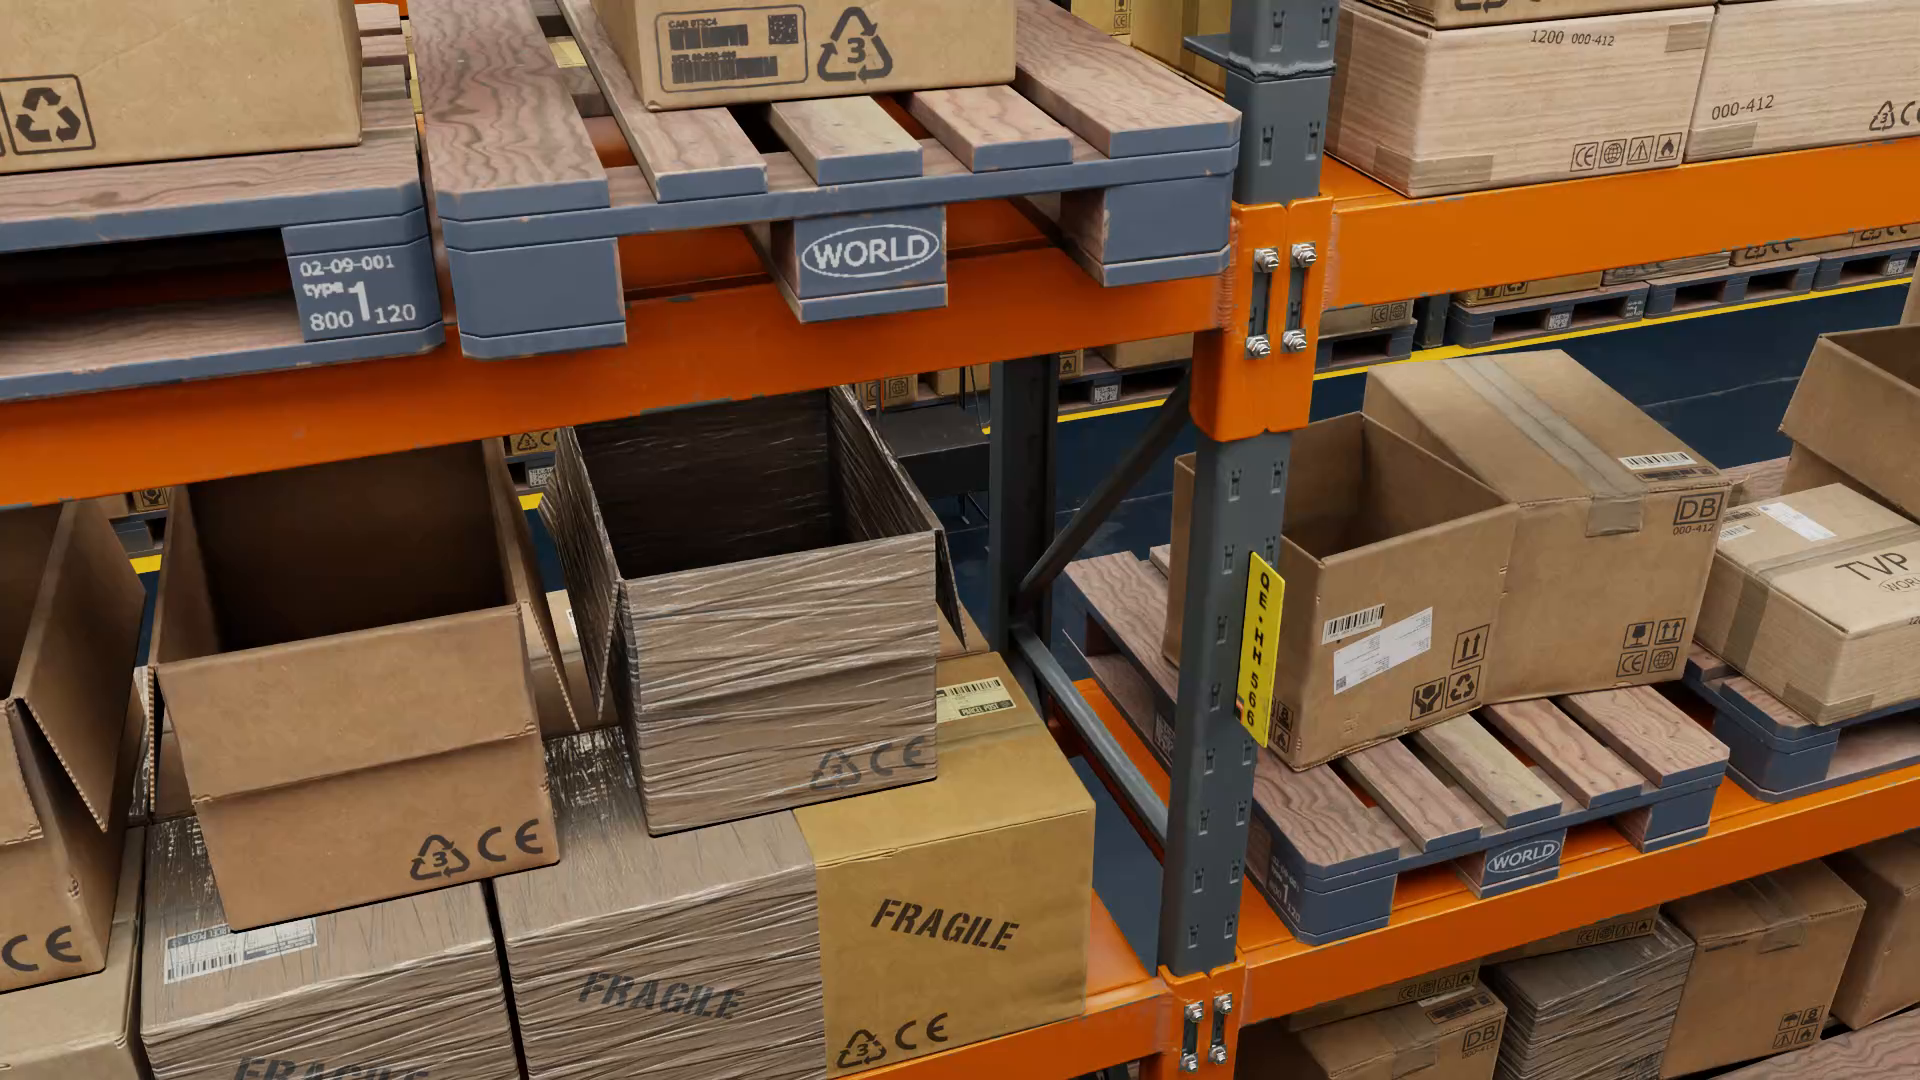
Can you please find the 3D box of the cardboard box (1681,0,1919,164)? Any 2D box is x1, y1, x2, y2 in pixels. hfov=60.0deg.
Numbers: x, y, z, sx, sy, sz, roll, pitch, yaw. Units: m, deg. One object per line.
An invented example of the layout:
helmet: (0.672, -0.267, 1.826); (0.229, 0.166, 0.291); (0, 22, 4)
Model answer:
cardboard box: (1.304, -0.860, 2.851); (0.500, 0.250, 0.500); (-10, 31, -16)

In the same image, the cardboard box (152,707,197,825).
cardboard box: (-1.218, 0.524, 3.199); (0.500, 0.500, 0.500); (-11, 31, -19)

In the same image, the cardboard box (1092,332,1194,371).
cardboard box: (0.952, -1.471, 8.650); (0.750, 0.750, 1.050); (-10, 31, -18)

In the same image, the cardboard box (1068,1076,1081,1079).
cardboard box: (-0.360, 1.280, 3.696); (0.875, 0.875, 1.225); (-12, 32, -20)

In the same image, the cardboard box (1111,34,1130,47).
cardboard box: (0.590, -2.146, 7.885); (0.500, 0.500, 0.500); (-11, 31, -18)

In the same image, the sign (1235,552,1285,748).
sign: (0.491, 0.183, 2.728); (0.005, 0.325, 0.100); (-10, 31, -18)

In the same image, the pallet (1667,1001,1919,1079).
pallet: (2.168, 1.298, 4.758); (1.213, 0.211, 1.003); (-10, 31, -18)

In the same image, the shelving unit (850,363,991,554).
shelving unit: (-0.155, -0.884, 6.680); (0.503, 2.100, 0.431); (-10, 31, -18)

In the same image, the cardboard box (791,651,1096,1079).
cardboard box: (-0.082, 0.586, 3.090); (0.500, 0.500, 0.500); (-9, 31, -16)

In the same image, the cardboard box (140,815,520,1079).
cardboard box: (-1.037, 0.761, 2.784); (0.500, 0.500, 0.500); (-11, 32, -19)

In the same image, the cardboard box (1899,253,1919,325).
cardboard box: (3.249, -0.632, 4.299); (1.000, 1.000, 1.000); (-10, 31, -17)

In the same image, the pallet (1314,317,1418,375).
pallet: (1.711, -1.200, 9.143); (1.213, 0.211, 1.003); (-10, 31, -18)

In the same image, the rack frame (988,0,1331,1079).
rack frame: (0.294, 0.429, 3.466); (0.127, 3.000, 1.000); (-10, 31, -18)

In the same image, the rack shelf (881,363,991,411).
rack shelf: (-0.155, -0.872, 6.687); (0.480, 0.518, 0.431); (-10, 31, -18)

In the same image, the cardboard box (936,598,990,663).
cardboard box: (-0.257, 0.344, 3.516); (0.500, 0.500, 0.500); (-10, 31, -16)

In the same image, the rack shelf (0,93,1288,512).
rack shelf: (-1.581, -0.216, 2.296); (4.000, 0.370, 1.077); (-10, 31, -18)

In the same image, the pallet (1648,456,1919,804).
pallet: (2.135, 0.152, 4.147); (1.213, 0.211, 1.003); (-10, 31, -18)

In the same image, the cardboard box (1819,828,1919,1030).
cardboard box: (2.482, 0.900, 4.720); (0.500, 0.500, 0.700); (-13, 32, -22)

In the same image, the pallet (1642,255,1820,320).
pallet: (4.293, -1.675, 9.978); (1.213, 0.211, 1.003); (-10, 31, -18)

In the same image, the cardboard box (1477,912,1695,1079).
cardboard box: (1.430, 1.098, 4.374); (0.500, 0.500, 0.700); (-13, 32, -22)

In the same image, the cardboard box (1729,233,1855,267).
cardboard box: (4.721, -2.229, 9.854); (0.875, 0.875, 0.875); (-11, 31, -18)

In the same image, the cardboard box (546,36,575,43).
cardboard box: (-1.846, -2.230, 7.363); (0.250, 0.149, 0.380); (-10, 31, -18)

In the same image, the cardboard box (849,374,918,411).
cardboard box: (-0.739, -1.158, 8.100); (0.750, 0.750, 1.050); (-11, 31, -18)

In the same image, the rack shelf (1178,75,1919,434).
rack shelf: (2.168, -0.907, 3.508); (4.000, 0.370, 1.077); (-10, 31, -18)

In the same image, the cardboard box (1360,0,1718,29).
cardboard box: (0.824, -1.096, 2.508); (0.500, 0.500, 0.500); (-10, 31, -17)

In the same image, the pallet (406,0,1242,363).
pallet: (-0.291, -0.656, 2.532); (1.003, 0.211, 1.213); (-9, 31, -15)

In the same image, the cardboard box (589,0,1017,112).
cardboard box: (-0.253, -0.962, 2.351); (0.637, 0.503, 0.797); (-9, 31, -15)

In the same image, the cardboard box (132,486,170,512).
cardboard box: (-3.323, -0.488, 7.178); (0.500, 0.500, 0.500); (-10, 31, -17)

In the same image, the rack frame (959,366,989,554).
rack frame: (0.074, -0.926, 6.754); (0.015, 2.100, 0.400); (-10, 31, -18)

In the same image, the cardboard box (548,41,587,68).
cardboard box: (-1.640, -1.924, 6.825); (0.250, 0.149, 0.380); (-12, 32, -20)

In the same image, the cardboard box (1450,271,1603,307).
cardboard box: (3.022, -1.915, 9.303); (0.875, 0.875, 0.875); (-10, 31, -17)

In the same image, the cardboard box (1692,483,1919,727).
cardboard box: (1.945, 0.130, 3.720); (0.500, 0.250, 0.500); (-11, 32, -19)

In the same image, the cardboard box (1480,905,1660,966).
cardboard box: (1.405, 0.773, 4.187); (0.500, 0.250, 0.500); (-7, 30, -12)

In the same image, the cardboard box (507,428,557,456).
cardboard box: (-1.867, -0.751, 7.638); (0.500, 0.500, 0.500); (-11, 31, -18)

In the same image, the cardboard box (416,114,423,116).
cardboard box: (-2.140, -1.702, 6.736); (0.250, 0.149, 0.380); (-10, 31, -16)

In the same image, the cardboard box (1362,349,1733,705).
cardboard box: (1.274, -0.051, 3.784); (0.500, 0.500, 0.700); (-6, 30, -10)

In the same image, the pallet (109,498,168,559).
pallet: (-3.215, -0.335, 7.624); (1.213, 0.211, 1.003); (-10, 31, -18)

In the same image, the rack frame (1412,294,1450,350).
rack frame: (2.408, -2.580, 8.748); (0.127, 3.000, 1.000); (-10, 31, -18)

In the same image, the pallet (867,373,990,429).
pallet: (-0.576, -0.779, 8.404); (1.213, 0.211, 1.003); (-10, 31, -18)

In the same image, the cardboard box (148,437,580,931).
cardboard box: (-1.009, 0.180, 2.789); (0.637, 0.503, 0.797); (-10, 31, -16)
